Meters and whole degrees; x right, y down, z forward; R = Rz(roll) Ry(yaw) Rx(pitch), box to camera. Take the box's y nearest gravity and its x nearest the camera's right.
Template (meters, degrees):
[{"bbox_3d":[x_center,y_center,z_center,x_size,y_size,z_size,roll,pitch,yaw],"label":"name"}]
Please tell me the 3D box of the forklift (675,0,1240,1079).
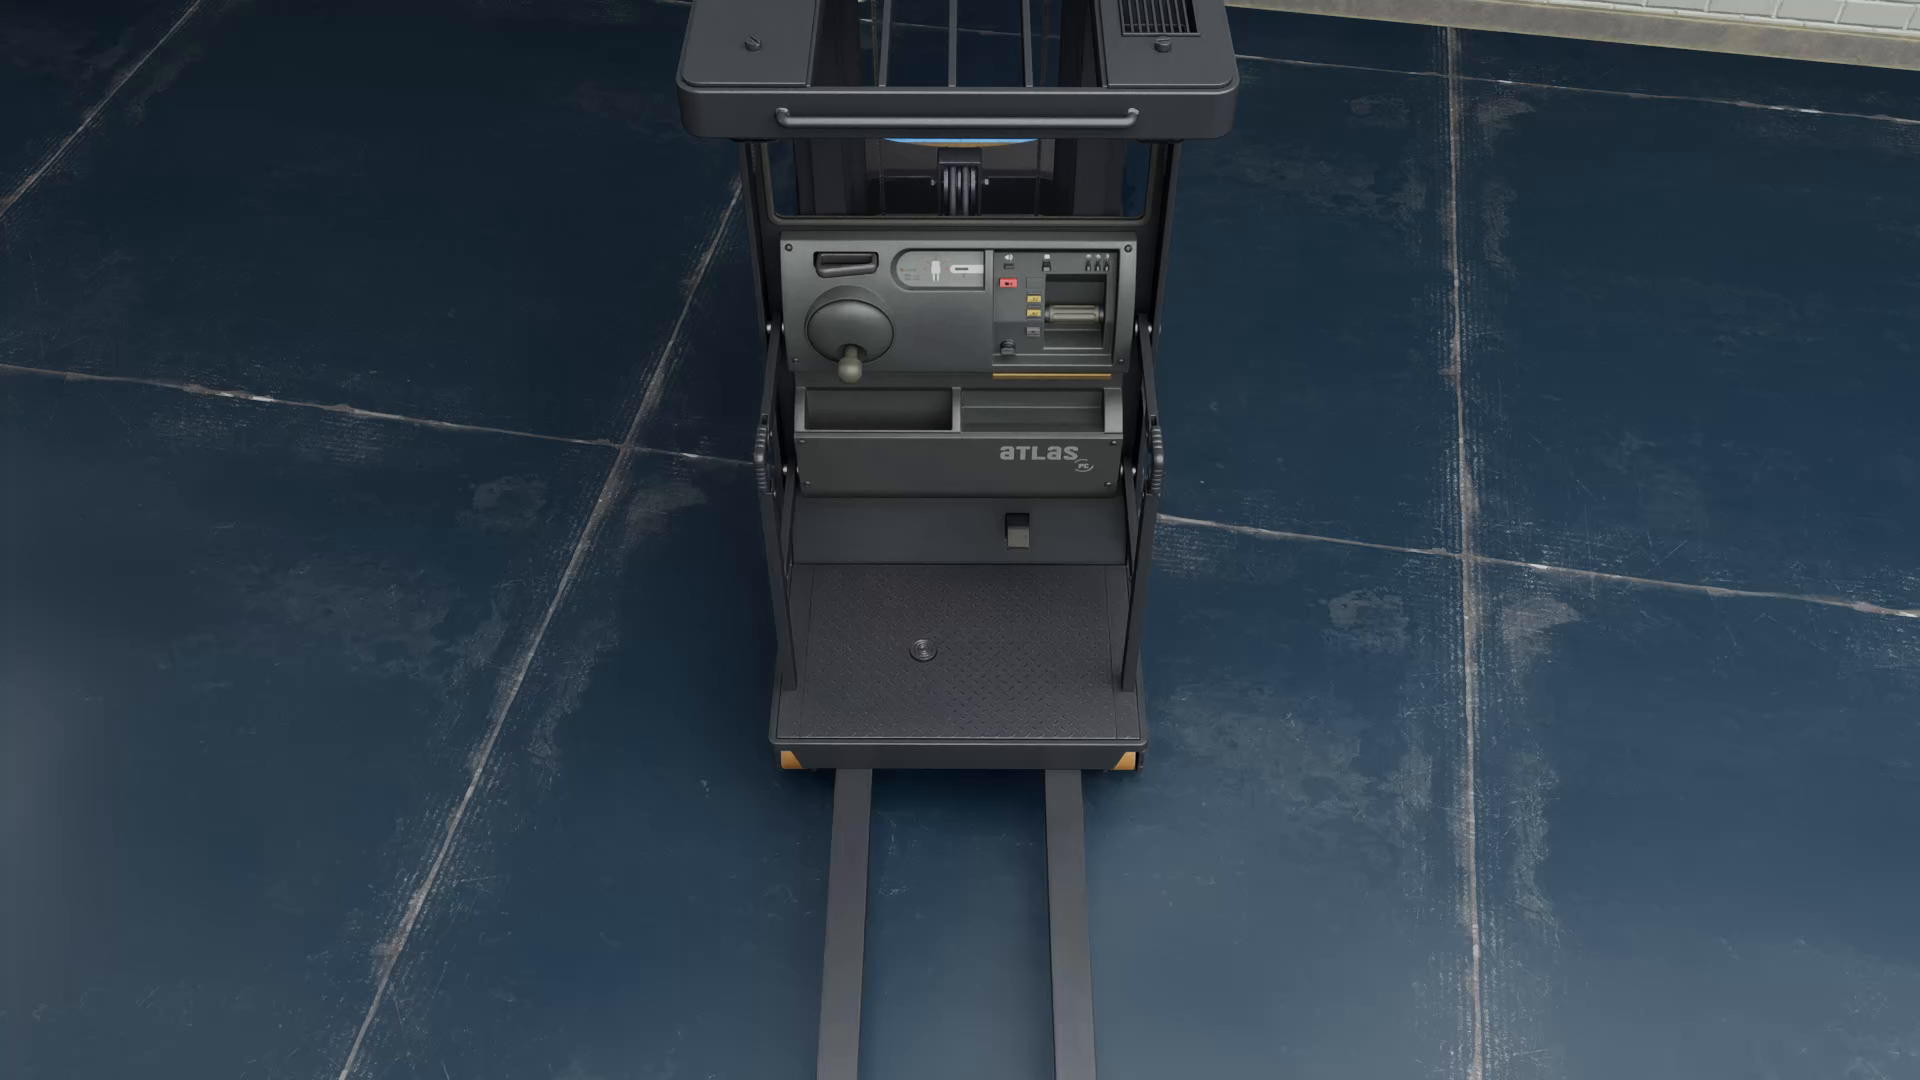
[{"bbox_3d":[-0.003,-0.512,4.240,1.130,2.935,3.031,0,48,0],"label":"forklift"}]
